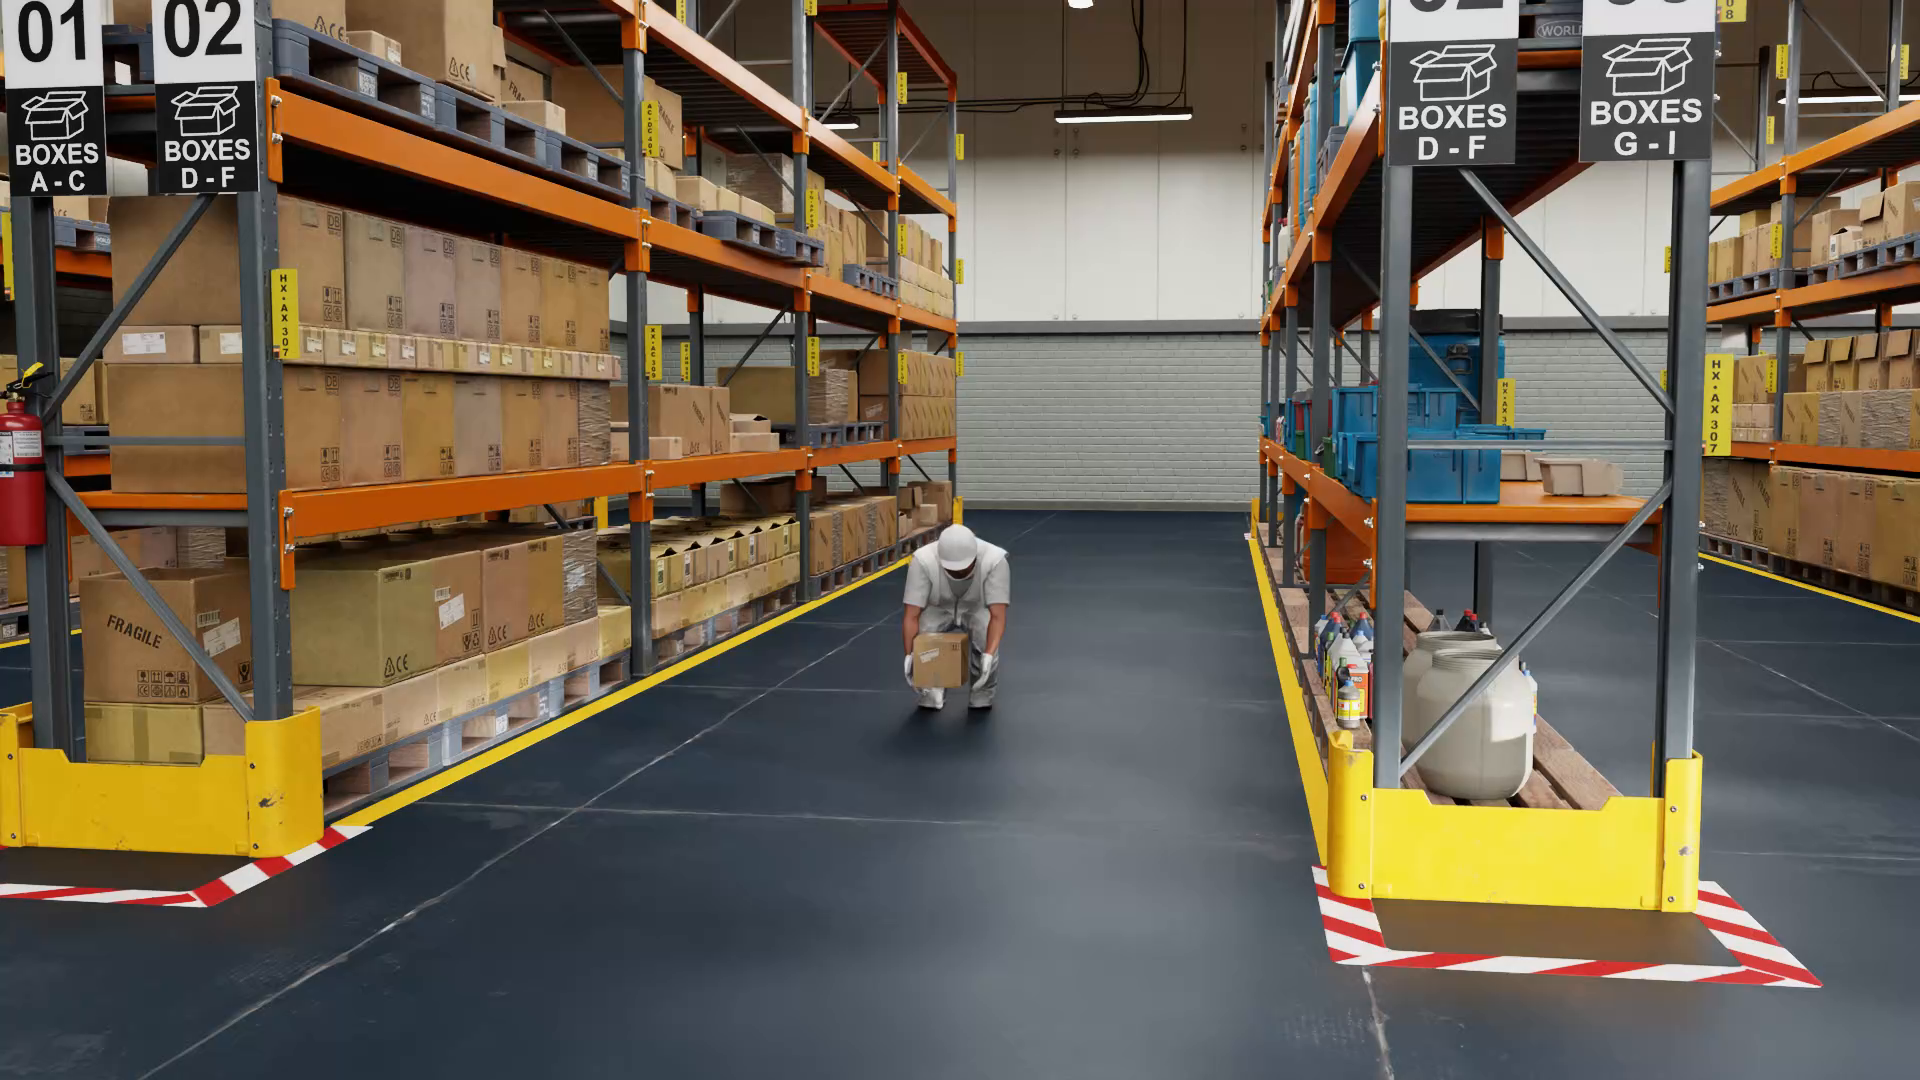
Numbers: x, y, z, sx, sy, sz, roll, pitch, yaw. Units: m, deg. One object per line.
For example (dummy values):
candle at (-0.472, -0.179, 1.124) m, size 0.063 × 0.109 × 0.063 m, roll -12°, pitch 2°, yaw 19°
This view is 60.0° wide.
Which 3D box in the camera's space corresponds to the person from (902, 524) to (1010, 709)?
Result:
person at (0.003, 0.410, 9.019) m, size 0.572 × 1.038 × 0.903 m, roll 1°, pitch 4°, yaw 8°
